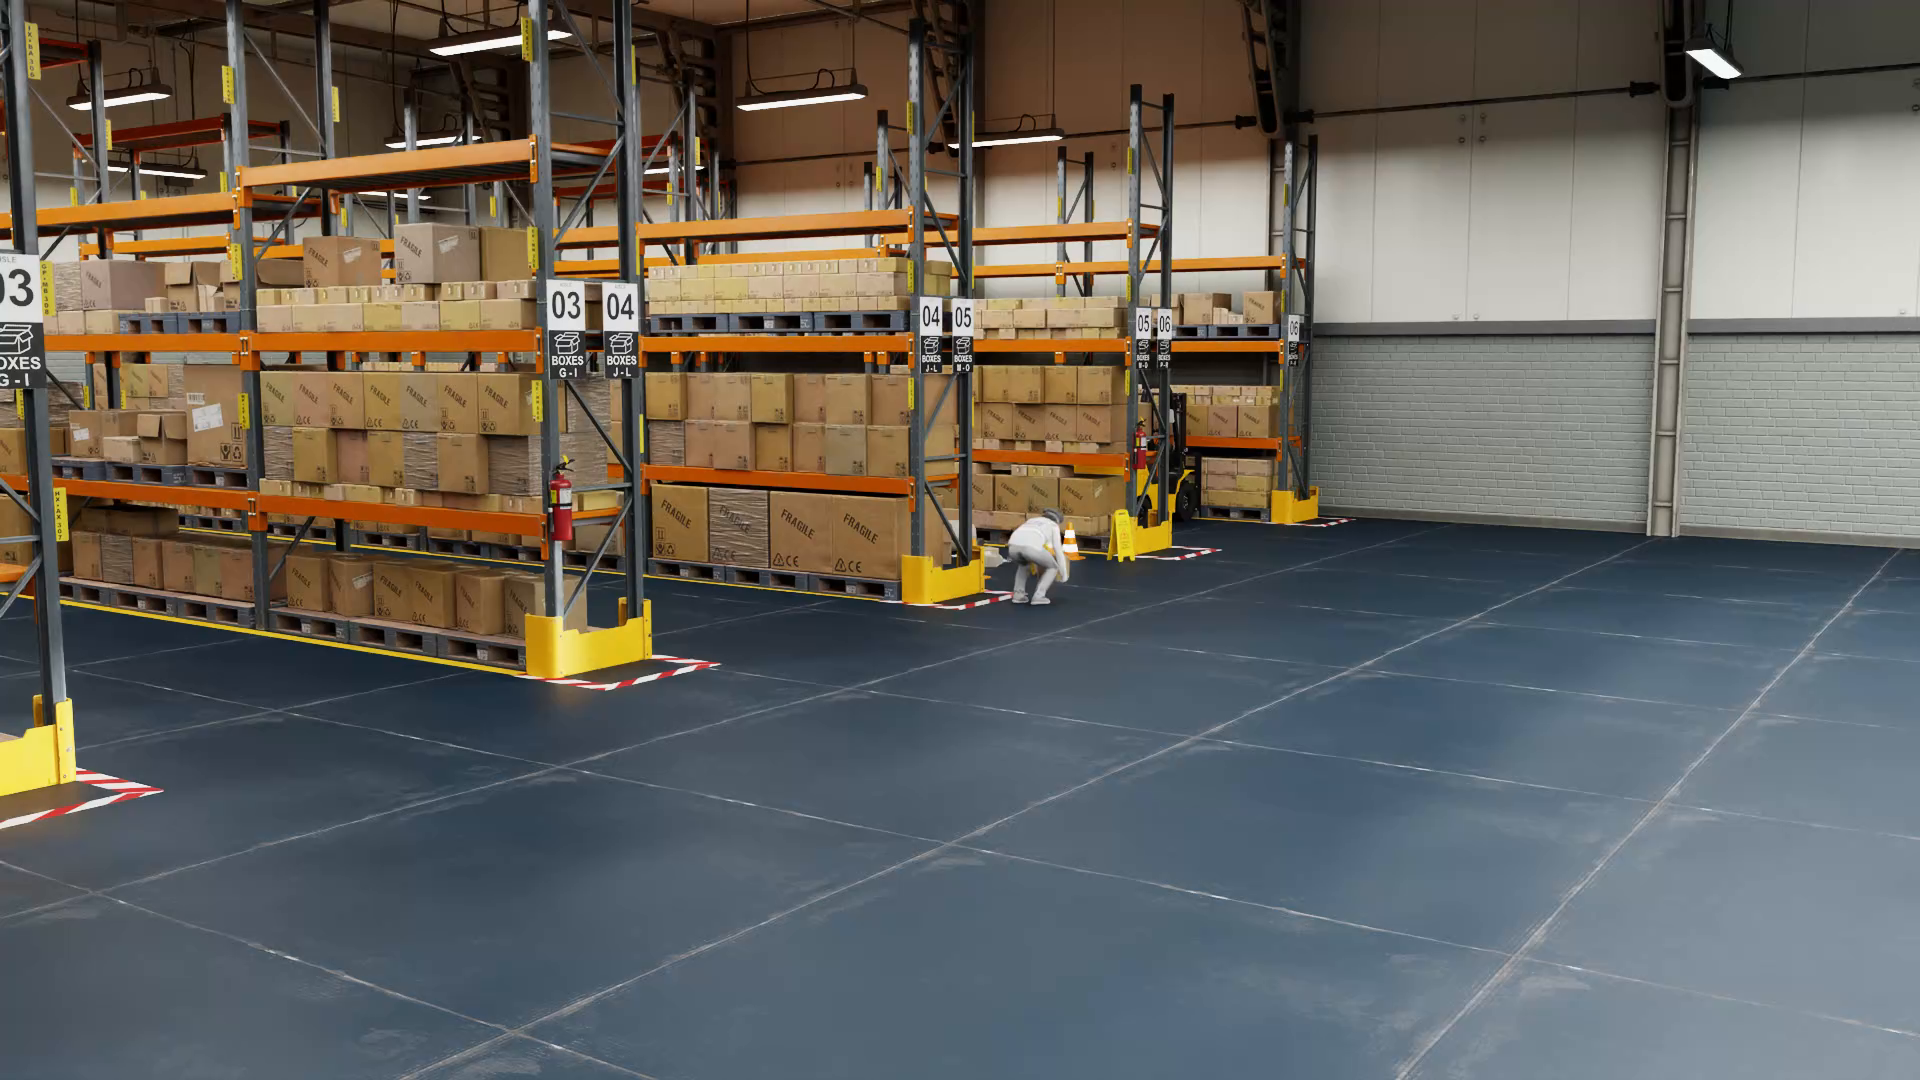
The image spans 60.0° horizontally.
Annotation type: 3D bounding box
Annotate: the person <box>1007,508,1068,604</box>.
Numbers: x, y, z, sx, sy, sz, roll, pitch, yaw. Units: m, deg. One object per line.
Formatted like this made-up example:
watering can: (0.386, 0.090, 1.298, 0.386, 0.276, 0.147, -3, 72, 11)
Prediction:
person: (0.825, 0.171, 17.574, 0.468, 0.981, 0.903, 4, 8, 31)
